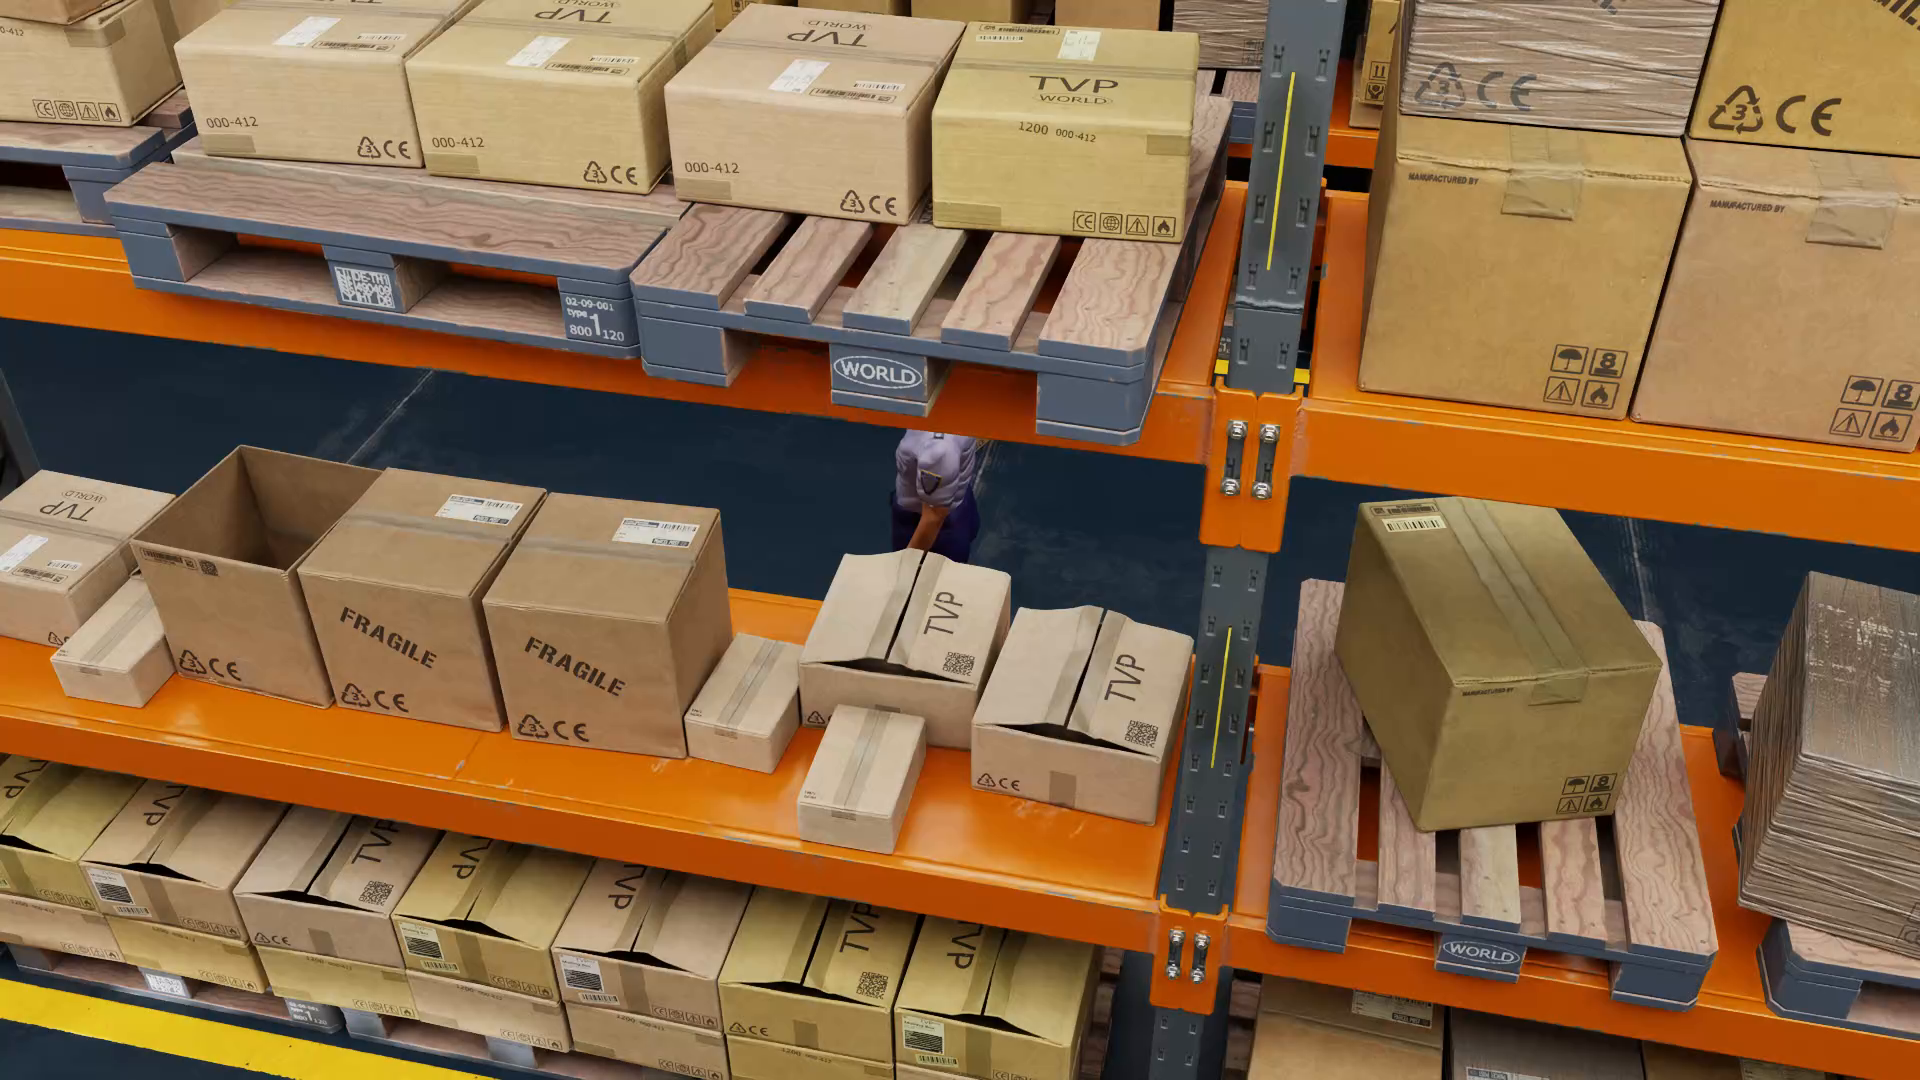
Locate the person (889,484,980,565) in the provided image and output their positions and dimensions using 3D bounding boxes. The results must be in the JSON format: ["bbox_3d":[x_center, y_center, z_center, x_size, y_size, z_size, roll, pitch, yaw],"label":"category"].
[{"bbox_3d":[-0.196,0.255,6.500,0.461,0.817,0.525,7,37,9],"label":"person"}]
